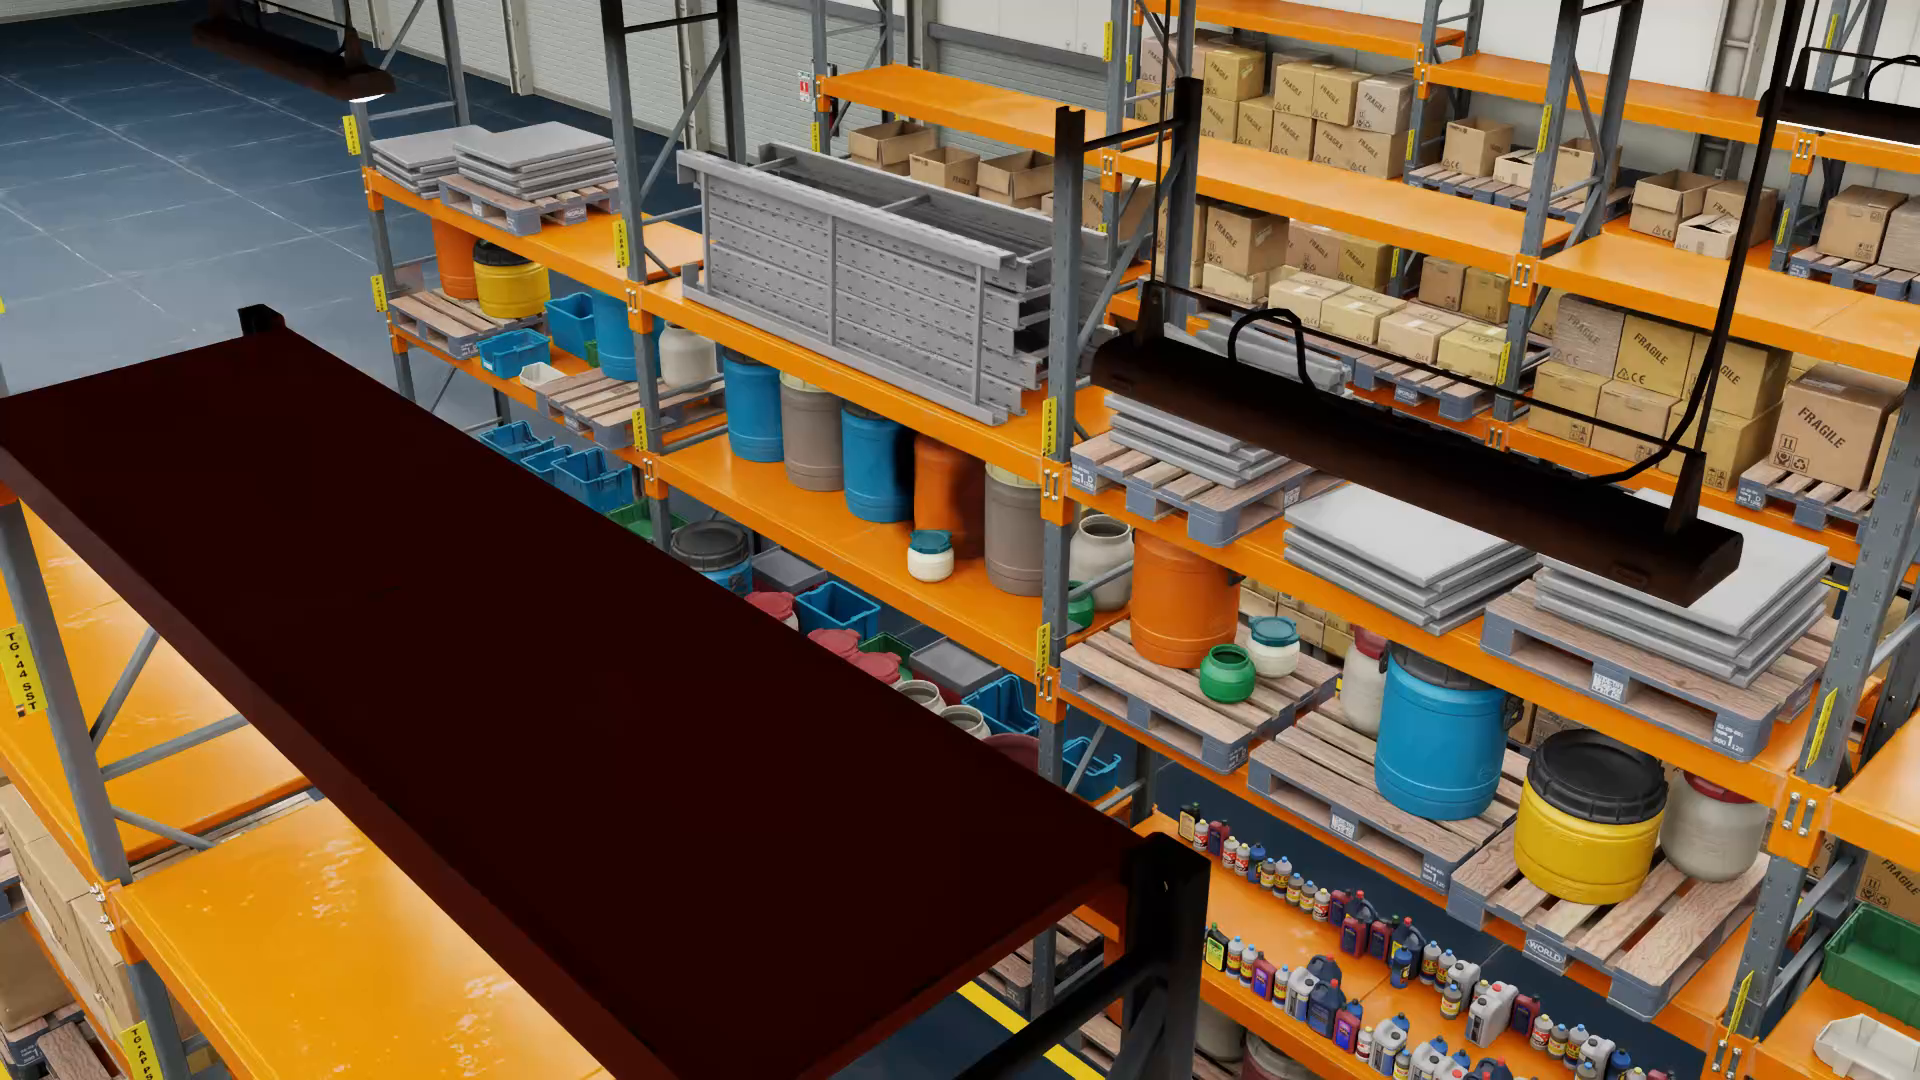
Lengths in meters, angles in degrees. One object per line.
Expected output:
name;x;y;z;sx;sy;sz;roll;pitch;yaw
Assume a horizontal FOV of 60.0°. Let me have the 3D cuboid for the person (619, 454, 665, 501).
person;-3.184;-0.812;16.642;0.591;1.803;0.365;24;36;37
